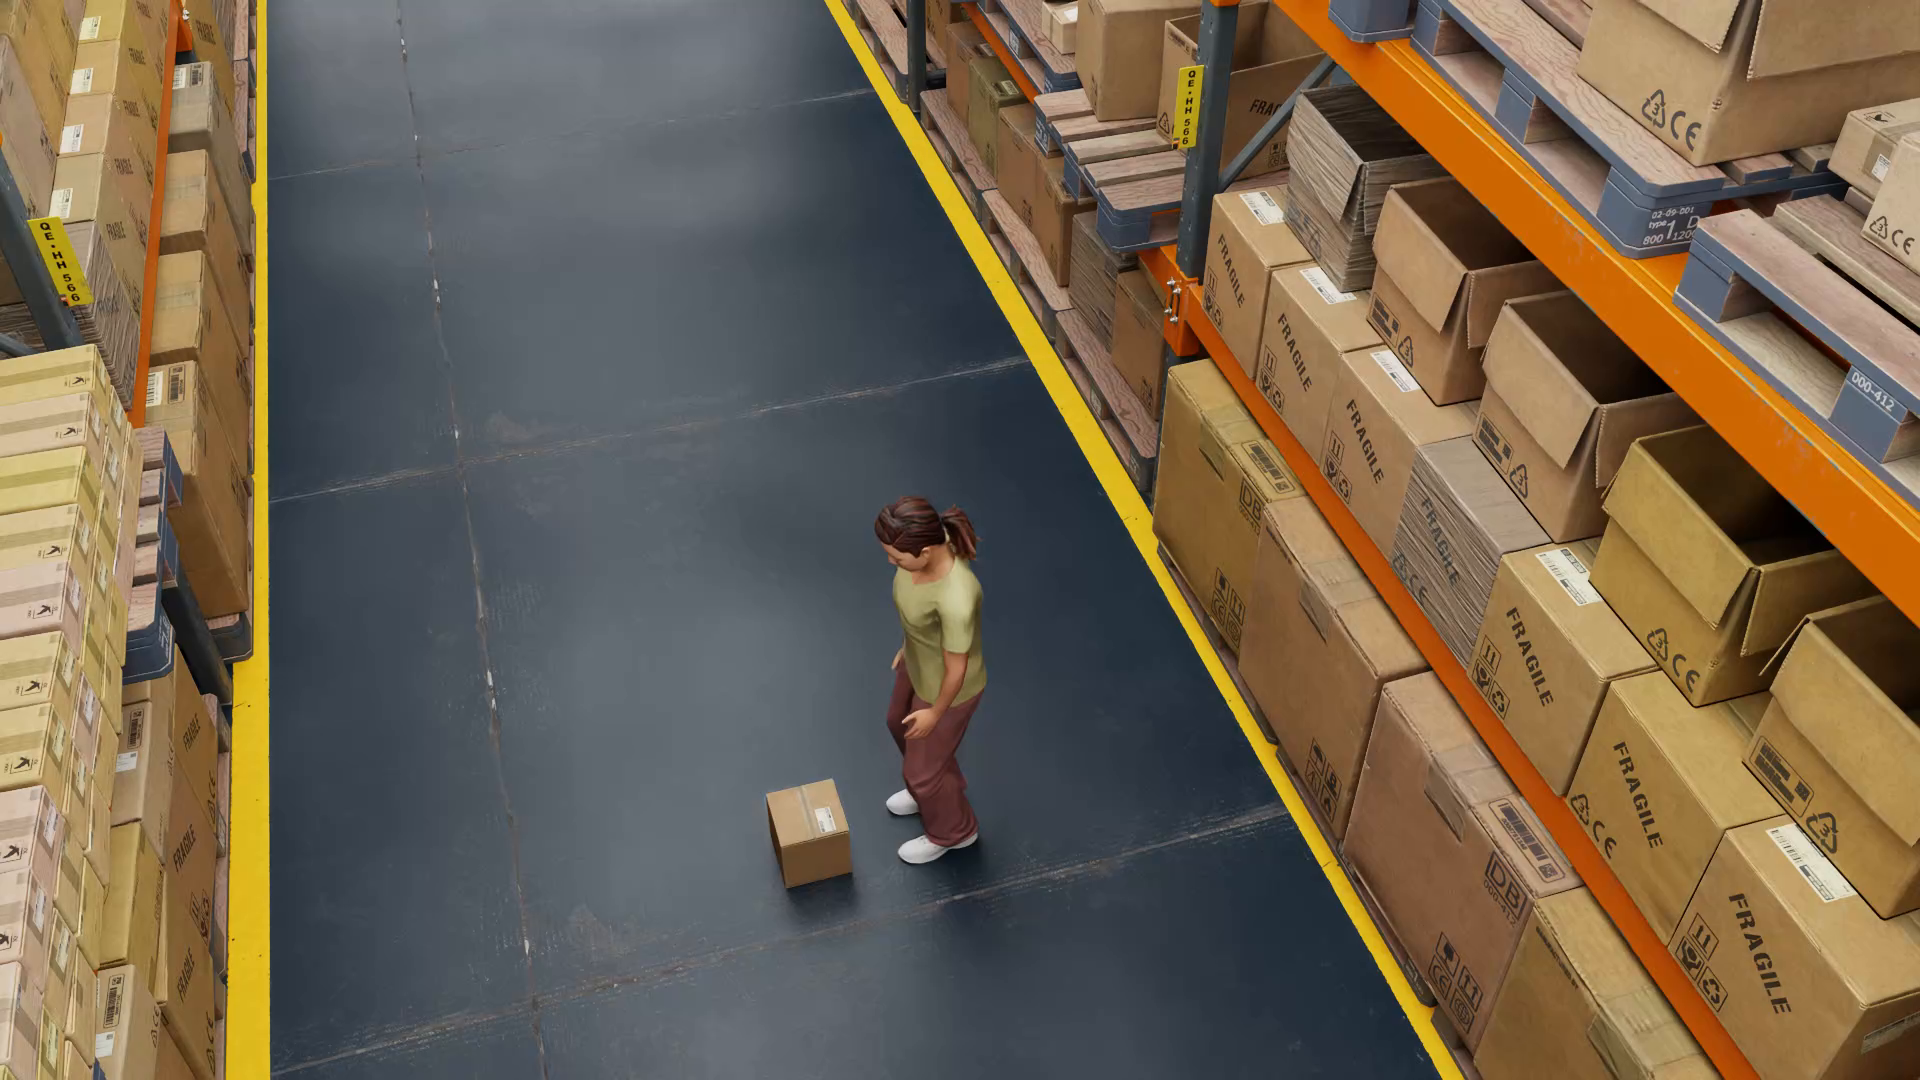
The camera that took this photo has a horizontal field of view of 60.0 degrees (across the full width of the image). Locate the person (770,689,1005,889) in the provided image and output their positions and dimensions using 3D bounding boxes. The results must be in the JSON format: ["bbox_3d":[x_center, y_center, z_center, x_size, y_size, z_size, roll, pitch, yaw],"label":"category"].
[{"bbox_3d":[-0.254,0.851,5.973,0.840,0.807,0.458,-13,44,-13],"label":"person"}]
